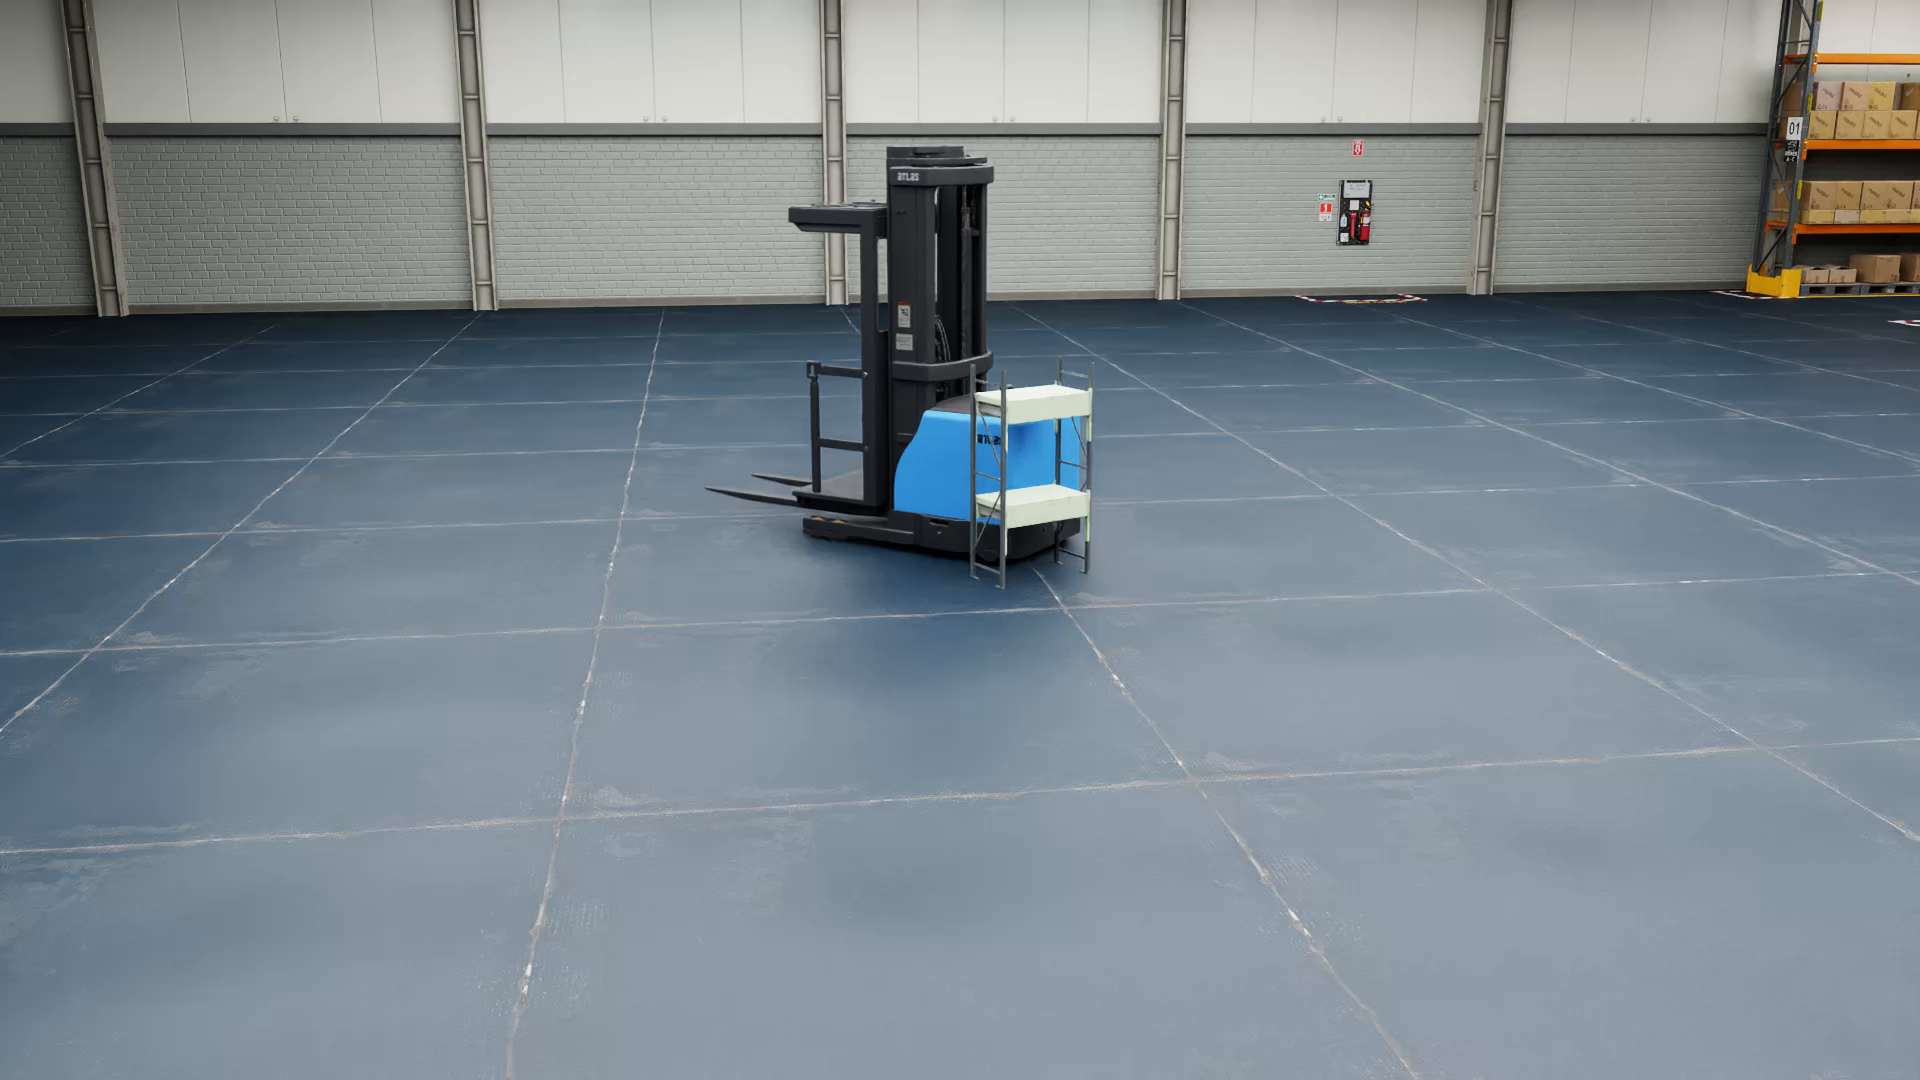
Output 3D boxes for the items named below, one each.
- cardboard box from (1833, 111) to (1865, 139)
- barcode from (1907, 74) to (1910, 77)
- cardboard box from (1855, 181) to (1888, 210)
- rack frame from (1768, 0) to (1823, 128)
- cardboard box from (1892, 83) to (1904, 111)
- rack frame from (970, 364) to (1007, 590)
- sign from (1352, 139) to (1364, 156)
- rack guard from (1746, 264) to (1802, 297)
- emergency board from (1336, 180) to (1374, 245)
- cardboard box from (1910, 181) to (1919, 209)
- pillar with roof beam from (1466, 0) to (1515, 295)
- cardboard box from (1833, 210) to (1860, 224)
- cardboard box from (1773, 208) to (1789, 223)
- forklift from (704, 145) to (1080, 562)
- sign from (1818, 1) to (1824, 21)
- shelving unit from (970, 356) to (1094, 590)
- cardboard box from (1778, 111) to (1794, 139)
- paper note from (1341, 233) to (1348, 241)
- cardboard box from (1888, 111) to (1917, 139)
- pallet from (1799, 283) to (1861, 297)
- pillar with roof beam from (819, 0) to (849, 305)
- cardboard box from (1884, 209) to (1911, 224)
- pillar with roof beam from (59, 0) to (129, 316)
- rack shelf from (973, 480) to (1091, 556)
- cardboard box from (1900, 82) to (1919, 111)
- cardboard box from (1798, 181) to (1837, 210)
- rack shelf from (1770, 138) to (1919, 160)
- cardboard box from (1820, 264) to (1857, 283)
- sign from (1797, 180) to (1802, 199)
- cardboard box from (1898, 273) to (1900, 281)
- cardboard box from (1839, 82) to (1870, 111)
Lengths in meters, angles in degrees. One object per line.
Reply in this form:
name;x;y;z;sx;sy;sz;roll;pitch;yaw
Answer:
cardboard box;15.969;-7.514;30.106;0.500;0.500;0.500;-1;14;-5
barcode;17.582;-8.613;30.827;0.075;0.075;0.001;-2;14;-8
cardboard box;16.584;-6.317;30.469;0.500;0.500;0.500;-3;14;-10
rack frame;15.065;-8.948;29.904;0.127;3.000;1.000;-2;14;-8
cardboard box;16.980;-8.166;30.650;0.500;0.500;0.500;-2;14;-8
rack frame;0.190;-0.429;11.351;0.023;1.500;0.400;-9;17;-32
sign;7.223;-7.122;30.189;0.199;0.298;0.001;-2;14;-8
rack guard;15.140;-4.829;30.949;0.348;0.500;1.175;-2;14;-8
emergency board;7.246;-5.974;30.377;0.643;1.169;0.194;-2;14;-8
cardboard box;17.607;-6.357;30.631;0.500;0.500;0.500;-3;14;-10
pillar with roof beam;10.337;-7.929;25.838;0.400;9.000;9.100;-2;14;-8
cardboard box;16.106;-5.939;30.504;0.500;0.250;0.500;-3;14;-10
cardboard box;15.498;-6.039;30.903;0.500;0.250;0.500;-2;14;-7
forklift;-0.613;-1.508;12.708;3.031;2.935;1.130;8;16;30
sign;15.146;-9.309;29.260;0.005;0.325;0.100;-2;14;-8
shelving unit;0.496;-0.478;11.546;0.755;1.500;0.431;-9;17;-32
cardboard box;15.440;-7.628;30.557;0.500;0.500;0.500;-1;14;-4
paper note;7.061;-5.557;30.525;0.142;0.148;0.016;-2;14;-8
cardboard box;17.009;-7.559;30.283;0.500;0.500;0.500;-1;14;-5
pallet;15.949;-4.710;31.067;1.213;0.211;1.003;-2;14;-8
pillar with roof beam;-1.529;-7.494;24.104;0.400;9.000;9.100;-2;14;-8
cardboard box;17.111;-5.974;30.643;0.500;0.250;0.500;-2;14;-8
pillar with roof beam;-13.395;-7.059;22.370;0.400;9.000;9.100;-2;14;-8
rack shelf;0.496;-0.162;11.625;0.720;0.370;0.431;-9;17;-32
cardboard box;17.510;-8.054;30.203;0.500;0.500;0.500;-3;14;-10
cardboard box;15.582;-6.284;30.339;0.500;0.500;0.500;-2;14;-8
rack shelf;17.043;-7.217;30.645;4.000;0.370;1.077;-2;14;-8
cardboard box;16.326;-4.972;31.003;0.500;0.311;0.500;-1;14;-4
sign;15.146;-6.328;30.008;0.005;0.325;0.100;-2;14;-8
cardboard box;17.436;-4.961;31.293;0.250;0.149;0.380;-3;14;-13
cardboard box;15.986;-7.998;29.979;0.500;0.500;0.500;-2;14;-9
